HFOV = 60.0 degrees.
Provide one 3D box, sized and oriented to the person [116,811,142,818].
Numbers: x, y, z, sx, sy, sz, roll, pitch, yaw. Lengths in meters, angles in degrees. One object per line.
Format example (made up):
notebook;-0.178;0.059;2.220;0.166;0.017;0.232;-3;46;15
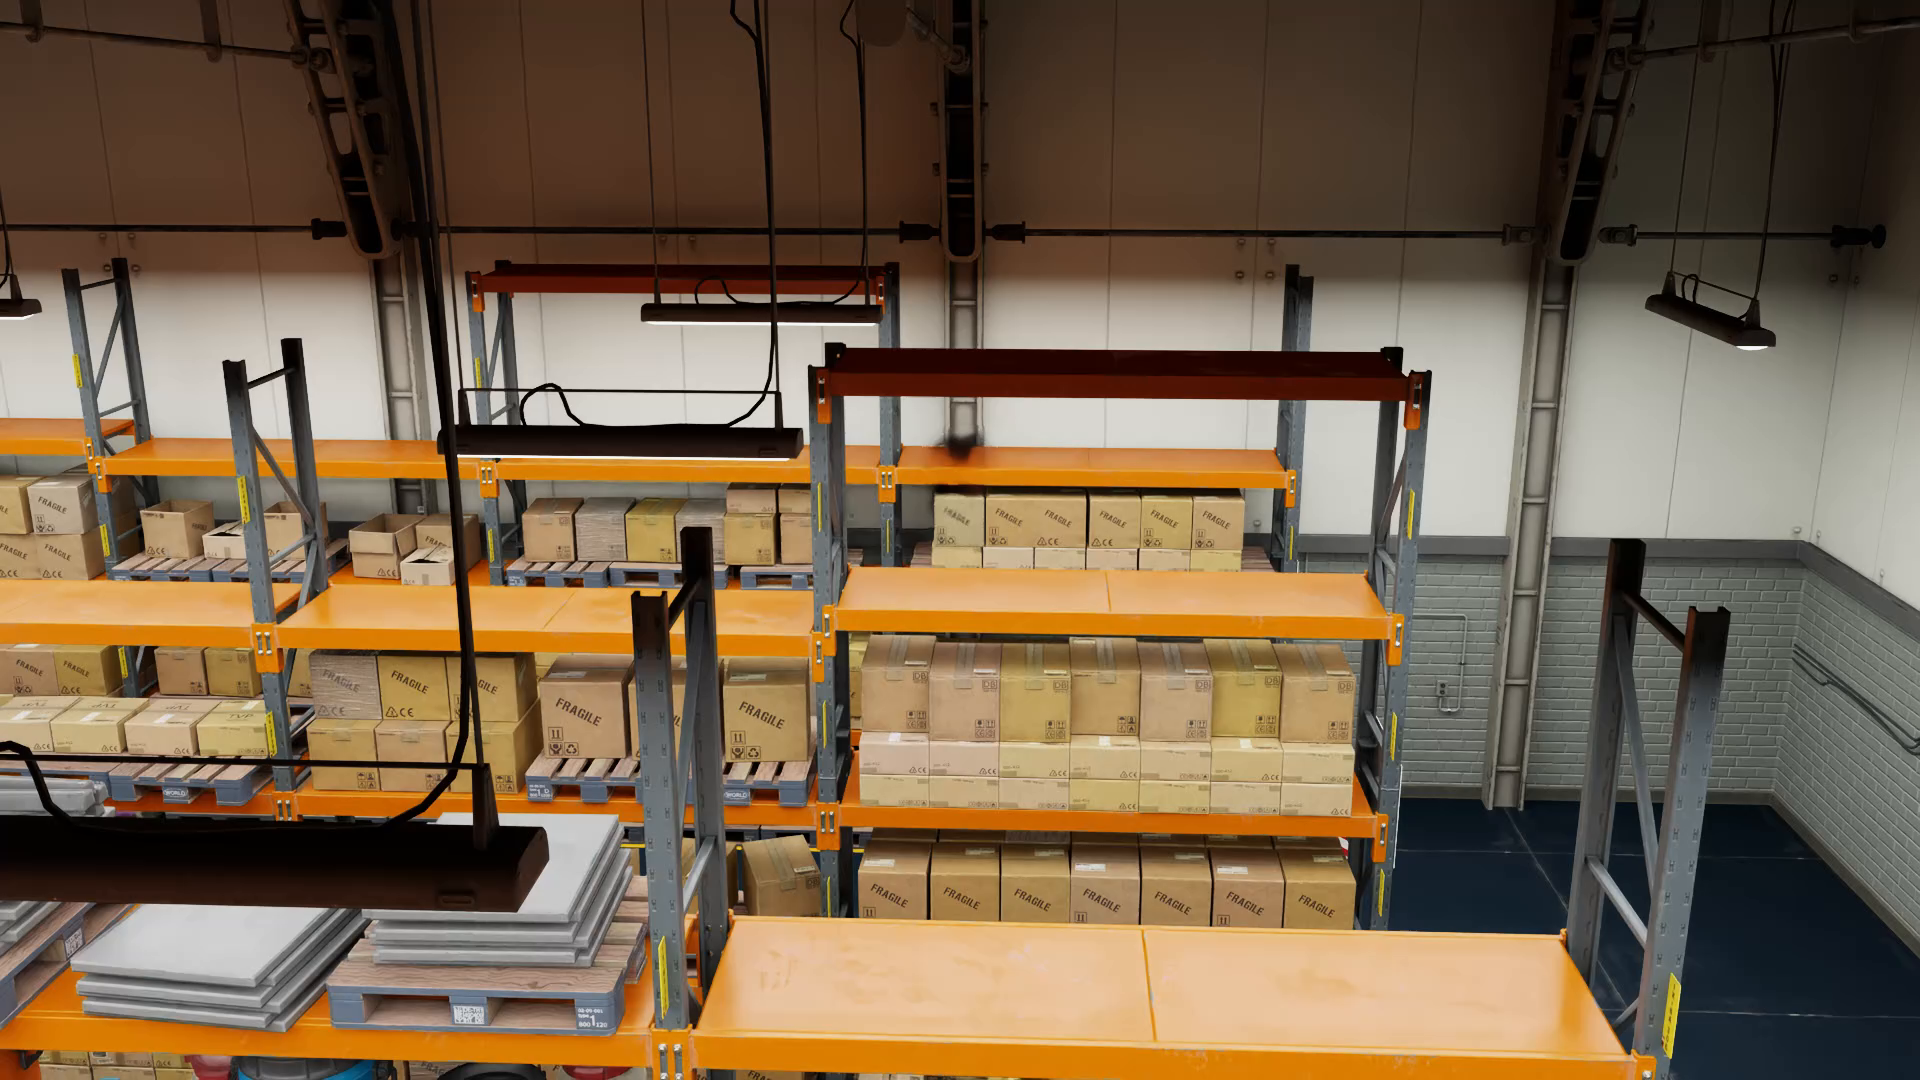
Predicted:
person;-7.727;2.976;15.478;0.463;1.602;0.368;-2;16;-7
